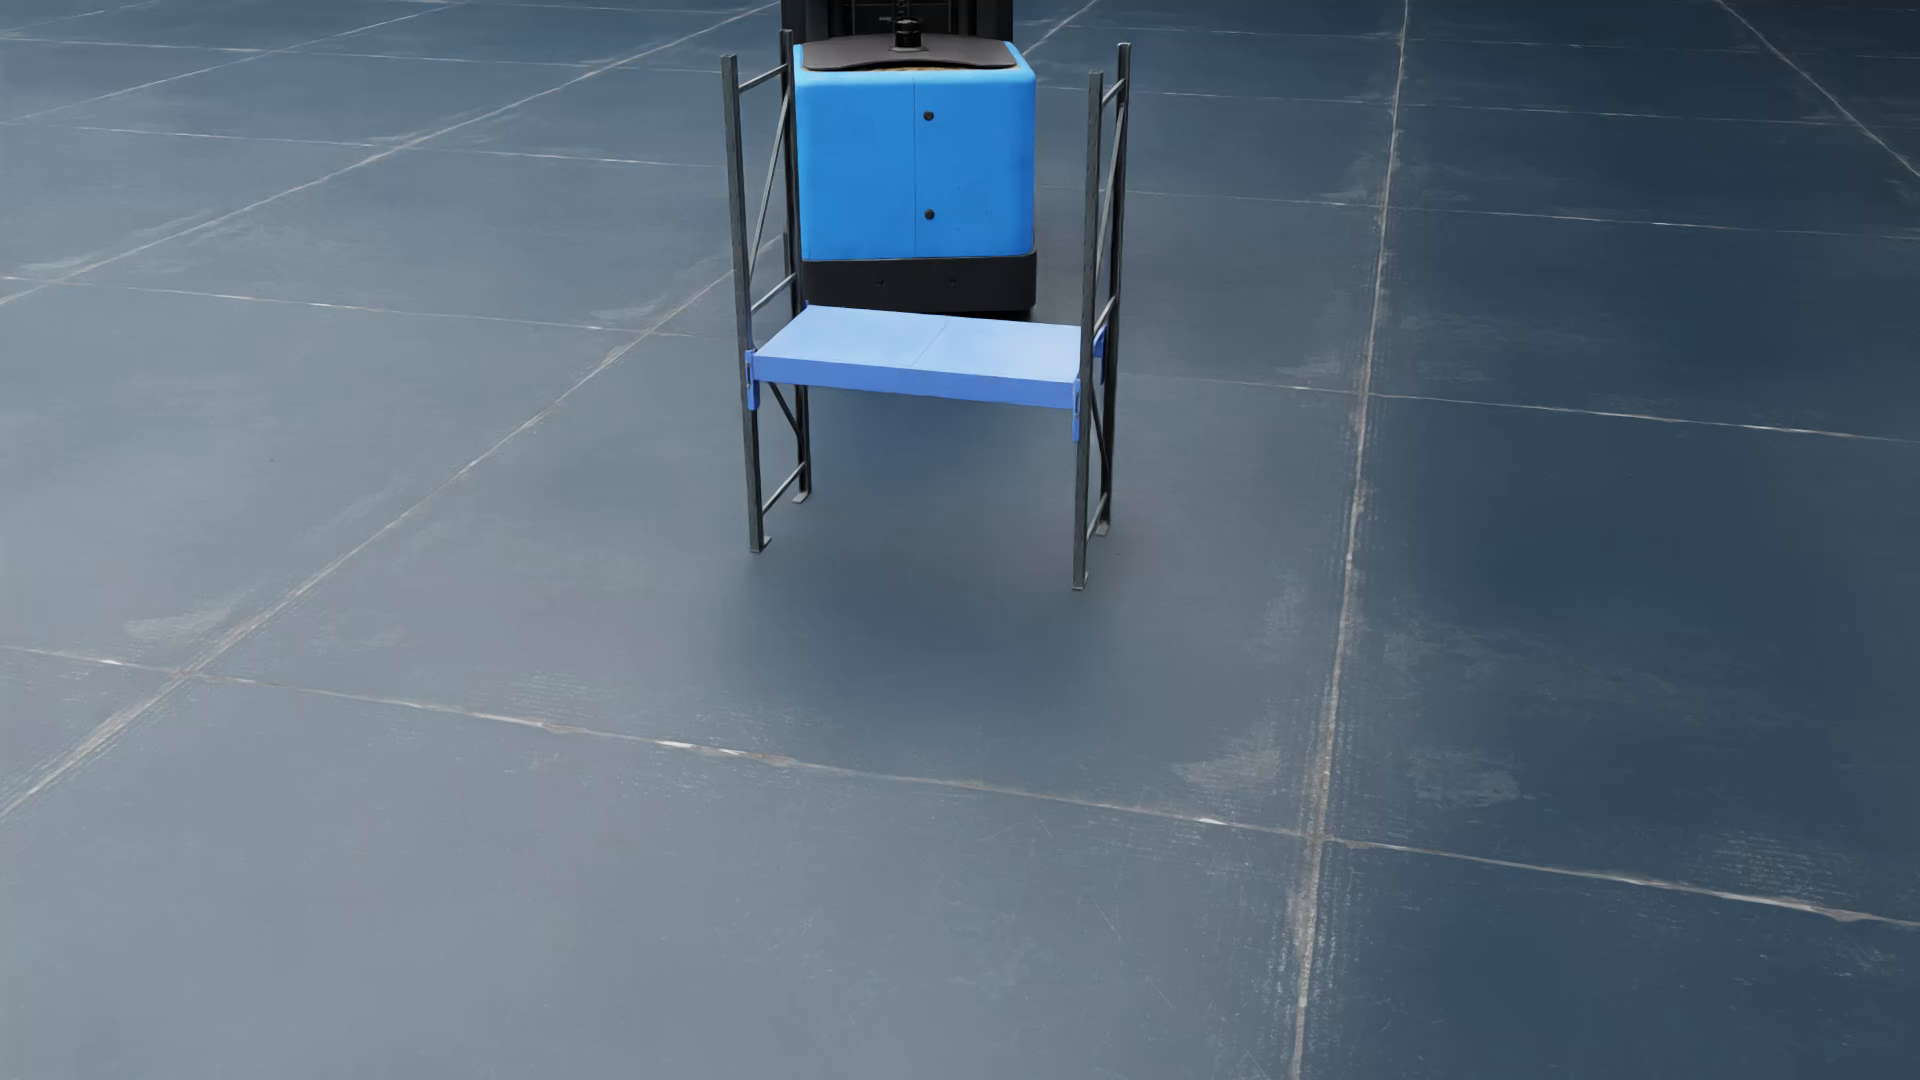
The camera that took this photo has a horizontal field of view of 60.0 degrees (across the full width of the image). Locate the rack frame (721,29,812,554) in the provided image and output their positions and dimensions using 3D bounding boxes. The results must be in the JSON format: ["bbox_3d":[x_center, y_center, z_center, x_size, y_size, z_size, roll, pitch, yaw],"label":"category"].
[{"bbox_3d":[-0.575,-0.741,5.061,0.032,1.500,0.500,6,26,13],"label":"rack frame"}]

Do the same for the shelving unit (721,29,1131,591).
[{"bbox_3d":[-0.083,-0.686,4.947,1.048,1.500,0.538,6,26,13],"label":"shelving unit"}]

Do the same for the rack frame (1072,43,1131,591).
[{"bbox_3d":[0.410,-0.632,4.832,0.032,1.500,0.500,6,26,13],"label":"rack frame"}]

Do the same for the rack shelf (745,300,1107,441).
[{"bbox_3d":[-0.083,-0.524,5.024,1.000,0.185,0.538,6,26,13],"label":"rack shelf"}]

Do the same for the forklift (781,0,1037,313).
[{"bbox_3d":[-0.316,-2.878,7.885,1.130,2.935,3.031,-2,26,-5],"label":"forklift"}]
